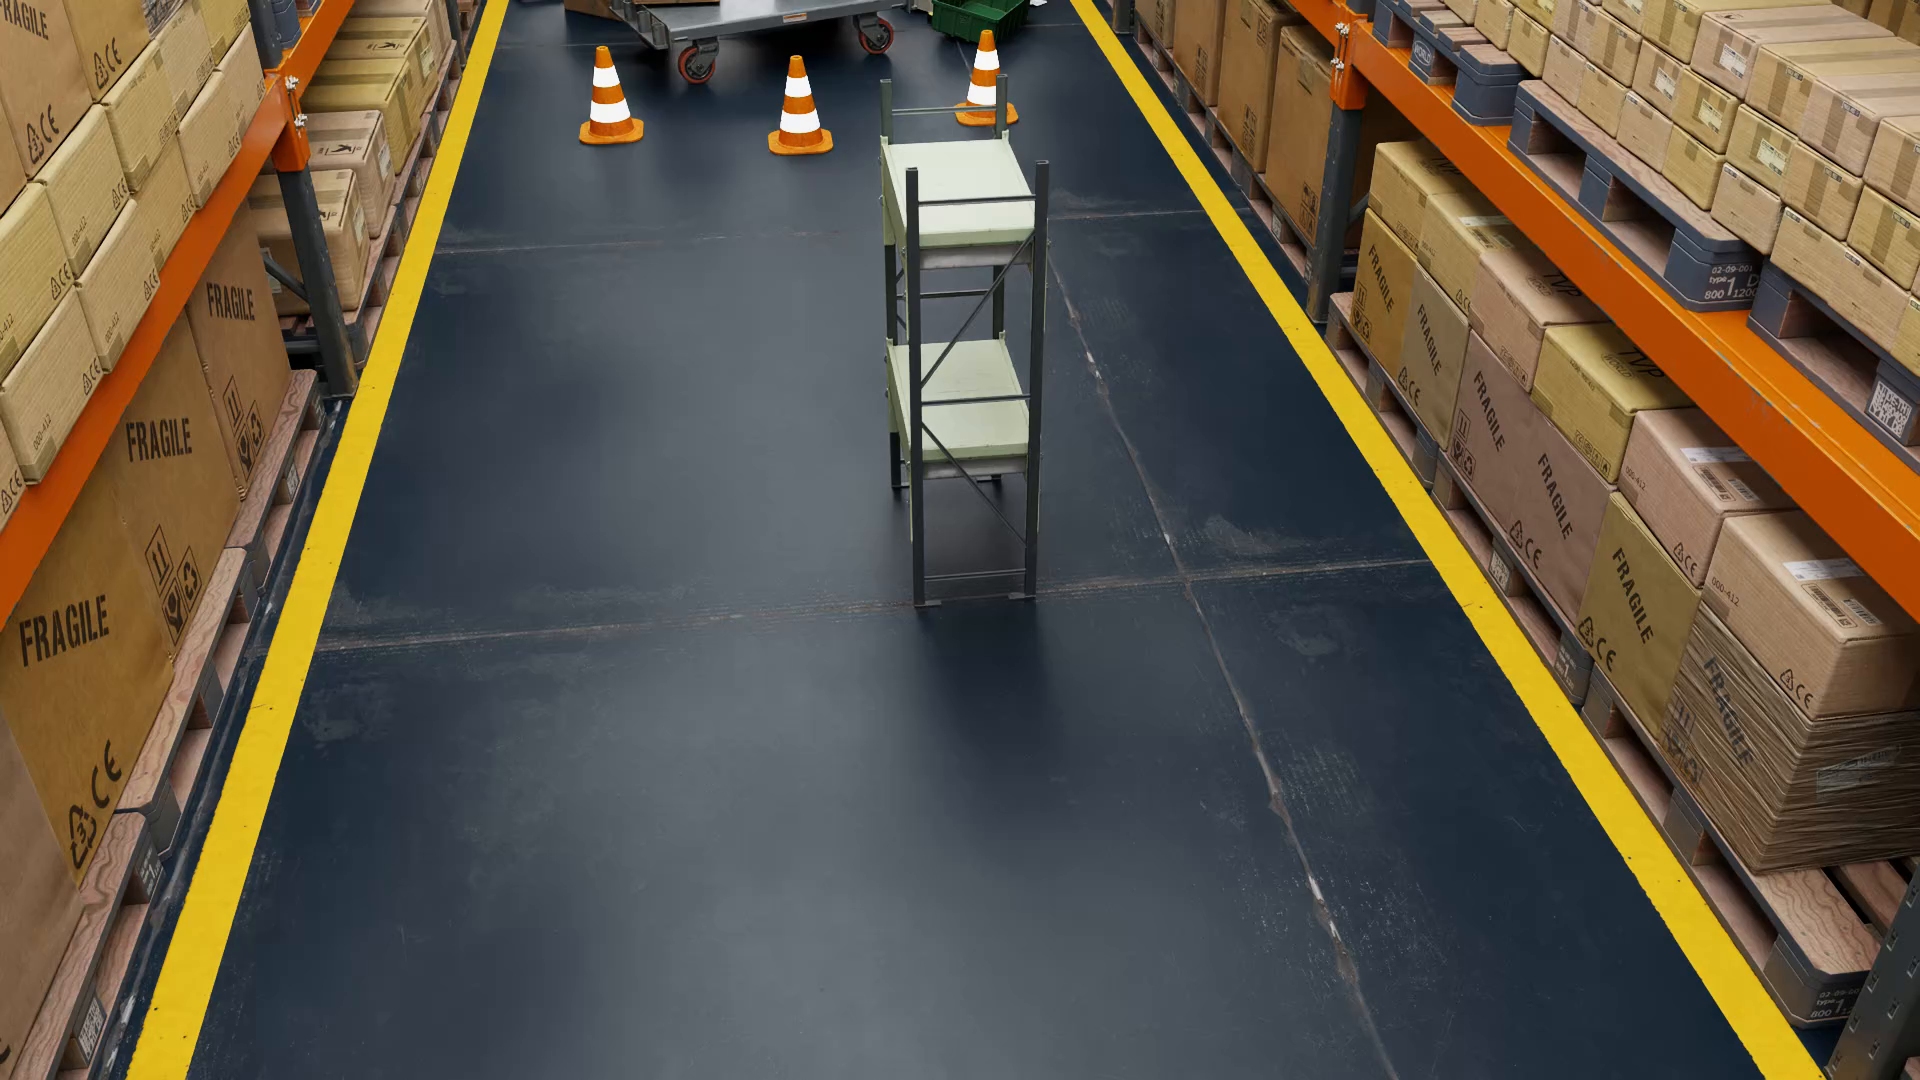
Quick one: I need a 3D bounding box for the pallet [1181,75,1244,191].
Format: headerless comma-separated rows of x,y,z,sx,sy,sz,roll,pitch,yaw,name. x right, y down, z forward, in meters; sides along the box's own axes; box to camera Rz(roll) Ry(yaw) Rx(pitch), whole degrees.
1.804,-2.197,8.786,1.003,0.211,1.213,-4,35,-6,pallet

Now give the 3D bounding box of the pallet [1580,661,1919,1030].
2.428,0.726,4.497,1.003,0.211,1.213,-4,35,-6,pallet

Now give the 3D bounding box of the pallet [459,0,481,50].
-3.558,-3.245,10.324,1.003,0.211,1.213,-4,35,-6,pallet

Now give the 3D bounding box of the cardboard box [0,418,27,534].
-2.226,-0.053,3.297,0.500,0.250,0.500,-5,35,-8,cardboard box

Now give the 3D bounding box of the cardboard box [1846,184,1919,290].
2.218,-0.677,3.666,0.380,0.149,0.250,-3,34,-4,cardboard box

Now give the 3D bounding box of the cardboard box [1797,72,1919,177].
2.181,-0.957,3.813,0.380,0.149,0.250,-4,35,-7,cardboard box

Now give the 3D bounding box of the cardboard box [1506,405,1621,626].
2.052,-0.099,5.079,0.500,0.500,0.500,-5,35,-7,cardboard box

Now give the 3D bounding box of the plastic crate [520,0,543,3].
-2.832,-3.757,11.191,0.402,0.080,0.583,-16,38,-23,plastic crate

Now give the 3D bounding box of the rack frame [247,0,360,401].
-2.895,-1.793,5.717,1.000,3.000,0.127,-4,35,-6,rack frame

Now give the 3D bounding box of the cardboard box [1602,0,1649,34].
2.045,-1.534,4.659,0.380,0.149,0.250,-3,34,-5,cardboard box

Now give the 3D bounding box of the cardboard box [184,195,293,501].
-2.885,-0.697,5.622,0.875,0.875,0.875,-5,35,-7,cardboard box

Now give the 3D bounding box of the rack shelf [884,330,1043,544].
-0.001,-0.354,5.517,0.431,0.370,0.720,-4,35,-6,rack shelf

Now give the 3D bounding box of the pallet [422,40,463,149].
-3.327,-2.438,9.140,1.003,0.211,1.213,-4,35,-6,pallet

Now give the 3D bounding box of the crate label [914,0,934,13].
-0.219,-3.525,10.801,0.250,0.136,0.298,27,43,34,crate label

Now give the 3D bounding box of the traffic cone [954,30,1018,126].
0.142,-2.545,9.074,0.336,0.463,0.334,-4,35,-6,traffic cone

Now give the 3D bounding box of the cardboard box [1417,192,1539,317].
1.917,-0.988,5.718,0.500,0.250,0.500,-5,35,-7,cardboard box

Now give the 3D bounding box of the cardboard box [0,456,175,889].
-2.649,0.300,4.159,0.875,0.875,0.875,-3,34,-5,cardboard box

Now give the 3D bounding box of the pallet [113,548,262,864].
-2.703,0.484,4.852,1.003,0.211,1.213,-4,35,-6,pallet

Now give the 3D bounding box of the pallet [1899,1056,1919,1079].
2.660,1.532,3.314,1.003,0.211,1.213,-4,35,-6,pallet

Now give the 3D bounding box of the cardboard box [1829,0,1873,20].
2.688,-1.579,4.726,0.380,0.149,0.250,-3,34,-4,cardboard box

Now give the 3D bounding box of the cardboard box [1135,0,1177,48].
1.631,-3.361,9.642,1.050,0.750,0.750,-5,35,-7,cardboard box

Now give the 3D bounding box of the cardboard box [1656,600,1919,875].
2.185,0.473,4.238,0.500,0.500,0.500,-5,35,-7,cardboard box

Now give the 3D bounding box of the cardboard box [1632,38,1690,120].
2.077,-1.263,4.526,0.380,0.149,0.250,-3,34,-5,cardboard box

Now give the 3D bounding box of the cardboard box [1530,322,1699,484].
2.043,-0.421,4.885,0.500,0.250,0.500,-6,35,-8,cardboard box

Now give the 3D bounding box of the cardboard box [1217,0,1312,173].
1.883,-2.302,8.089,1.050,0.750,0.750,-4,34,-6,cardboard box

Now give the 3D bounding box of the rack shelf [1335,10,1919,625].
2.265,-0.811,4.915,1.077,0.370,4.000,-4,35,-6,rack shelf

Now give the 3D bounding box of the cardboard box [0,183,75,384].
-2.276,-0.545,3.575,0.500,0.250,0.500,-4,34,-6,cardboard box

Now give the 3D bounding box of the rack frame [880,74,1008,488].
-0.050,-0.828,5.633,0.400,1.500,0.023,-4,35,-6,rack frame

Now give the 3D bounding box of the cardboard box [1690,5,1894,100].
2.112,-1.244,4.234,0.380,0.149,0.250,-6,35,-9,cardboard box

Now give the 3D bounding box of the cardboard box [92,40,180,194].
-2.417,-1.116,4.414,0.500,0.250,0.500,-5,35,-8,cardboard box

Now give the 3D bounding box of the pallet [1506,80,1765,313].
2.303,-1.043,4.788,1.003,0.211,1.213,-4,35,-6,pallet

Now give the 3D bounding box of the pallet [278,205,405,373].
-2.999,-1.077,7.142,1.003,0.211,1.213,-4,35,-6,pallet

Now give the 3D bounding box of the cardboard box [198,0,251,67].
-2.578,-1.686,5.250,0.500,0.250,0.500,-4,35,-7,cardboard box

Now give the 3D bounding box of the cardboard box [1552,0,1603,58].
2.007,-1.552,4.950,0.380,0.149,0.250,-4,35,-6,cardboard box

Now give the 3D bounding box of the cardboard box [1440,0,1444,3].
1.856,-2.029,5.914,0.380,0.149,0.250,-5,35,-7,cardboard box

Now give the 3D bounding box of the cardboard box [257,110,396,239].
-3.068,-1.608,7.406,0.950,0.372,0.625,-5,35,-7,cardboard box

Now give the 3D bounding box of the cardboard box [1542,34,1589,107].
2.005,-1.430,5.035,0.380,0.149,0.250,-3,34,-5,cardboard box

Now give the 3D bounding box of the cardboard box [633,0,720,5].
-1.673,-3.456,9.706,0.500,0.500,0.500,-4,35,-6,cardboard box

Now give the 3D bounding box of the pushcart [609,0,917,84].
-1.181,-3.142,10.025,1.648,0.377,0.936,-16,38,-23,pushcart

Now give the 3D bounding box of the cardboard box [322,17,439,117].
-3.260,-2.419,8.597,0.950,0.372,0.625,-2,34,-3,cardboard box

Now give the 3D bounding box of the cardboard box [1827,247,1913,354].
2.218,-0.552,3.747,0.380,0.149,0.250,-4,35,-7,cardboard box

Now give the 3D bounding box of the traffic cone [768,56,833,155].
-0.849,-2.305,8.721,0.336,0.463,0.334,-4,35,-6,traffic cone

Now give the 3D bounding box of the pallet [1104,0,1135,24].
1.434,-3.734,11.042,1.003,0.211,1.213,-4,35,-6,pallet

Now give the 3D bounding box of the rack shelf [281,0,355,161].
-3.164,-2.612,7.557,1.077,0.370,4.000,-4,35,-6,rack shelf

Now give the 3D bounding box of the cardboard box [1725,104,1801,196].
2.143,-0.975,4.103,0.380,0.149,0.250,-6,35,-9,cardboard box

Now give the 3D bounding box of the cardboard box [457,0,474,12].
-3.245,-3.412,10.162,0.500,0.250,0.500,-6,35,-9,cardboard box

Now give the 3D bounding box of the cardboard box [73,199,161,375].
-2.337,-0.620,4.129,0.500,0.250,0.500,-5,35,-7,cardboard box

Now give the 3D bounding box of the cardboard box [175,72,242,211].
-2.486,-1.184,4.958,0.500,0.250,0.500,-4,34,-6,cardboard box

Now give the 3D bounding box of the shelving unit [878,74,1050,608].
-0.001,-0.623,5.333,0.431,1.500,0.755,-4,35,-6,shelving unit

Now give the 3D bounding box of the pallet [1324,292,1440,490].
2.100,-0.636,6.495,1.003,0.211,1.213,-4,35,-6,pallet

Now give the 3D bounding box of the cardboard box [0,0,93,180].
-2.368,-1.132,3.771,0.500,0.500,0.500,-5,35,-7,cardboard box

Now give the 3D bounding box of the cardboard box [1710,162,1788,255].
2.141,-0.847,4.180,0.380,0.149,0.250,-6,35,-8,cardboard box

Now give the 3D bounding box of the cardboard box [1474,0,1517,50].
1.929,-1.729,5.473,0.380,0.149,0.250,-3,34,-4,cardboard box

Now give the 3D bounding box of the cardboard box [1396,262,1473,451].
1.910,-0.670,5.917,0.500,0.500,0.500,-4,34,-6,cardboard box

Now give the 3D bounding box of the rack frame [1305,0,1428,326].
1.996,-2.224,6.350,1.000,3.000,0.127,-4,35,-6,rack frame

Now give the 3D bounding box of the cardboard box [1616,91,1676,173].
2.070,-1.144,4.615,0.380,0.149,0.250,-5,35,-8,cardboard box

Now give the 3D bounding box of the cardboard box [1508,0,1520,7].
1.940,-1.832,5.361,0.380,0.149,0.250,-5,35,-8,cardboard box

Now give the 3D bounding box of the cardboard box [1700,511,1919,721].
2.184,0.161,4.031,0.500,0.250,0.500,-5,35,-8,cardboard box

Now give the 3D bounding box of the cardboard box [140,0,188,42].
-2.489,-1.693,4.594,0.500,0.500,0.500,-4,34,-6,cardboard box
